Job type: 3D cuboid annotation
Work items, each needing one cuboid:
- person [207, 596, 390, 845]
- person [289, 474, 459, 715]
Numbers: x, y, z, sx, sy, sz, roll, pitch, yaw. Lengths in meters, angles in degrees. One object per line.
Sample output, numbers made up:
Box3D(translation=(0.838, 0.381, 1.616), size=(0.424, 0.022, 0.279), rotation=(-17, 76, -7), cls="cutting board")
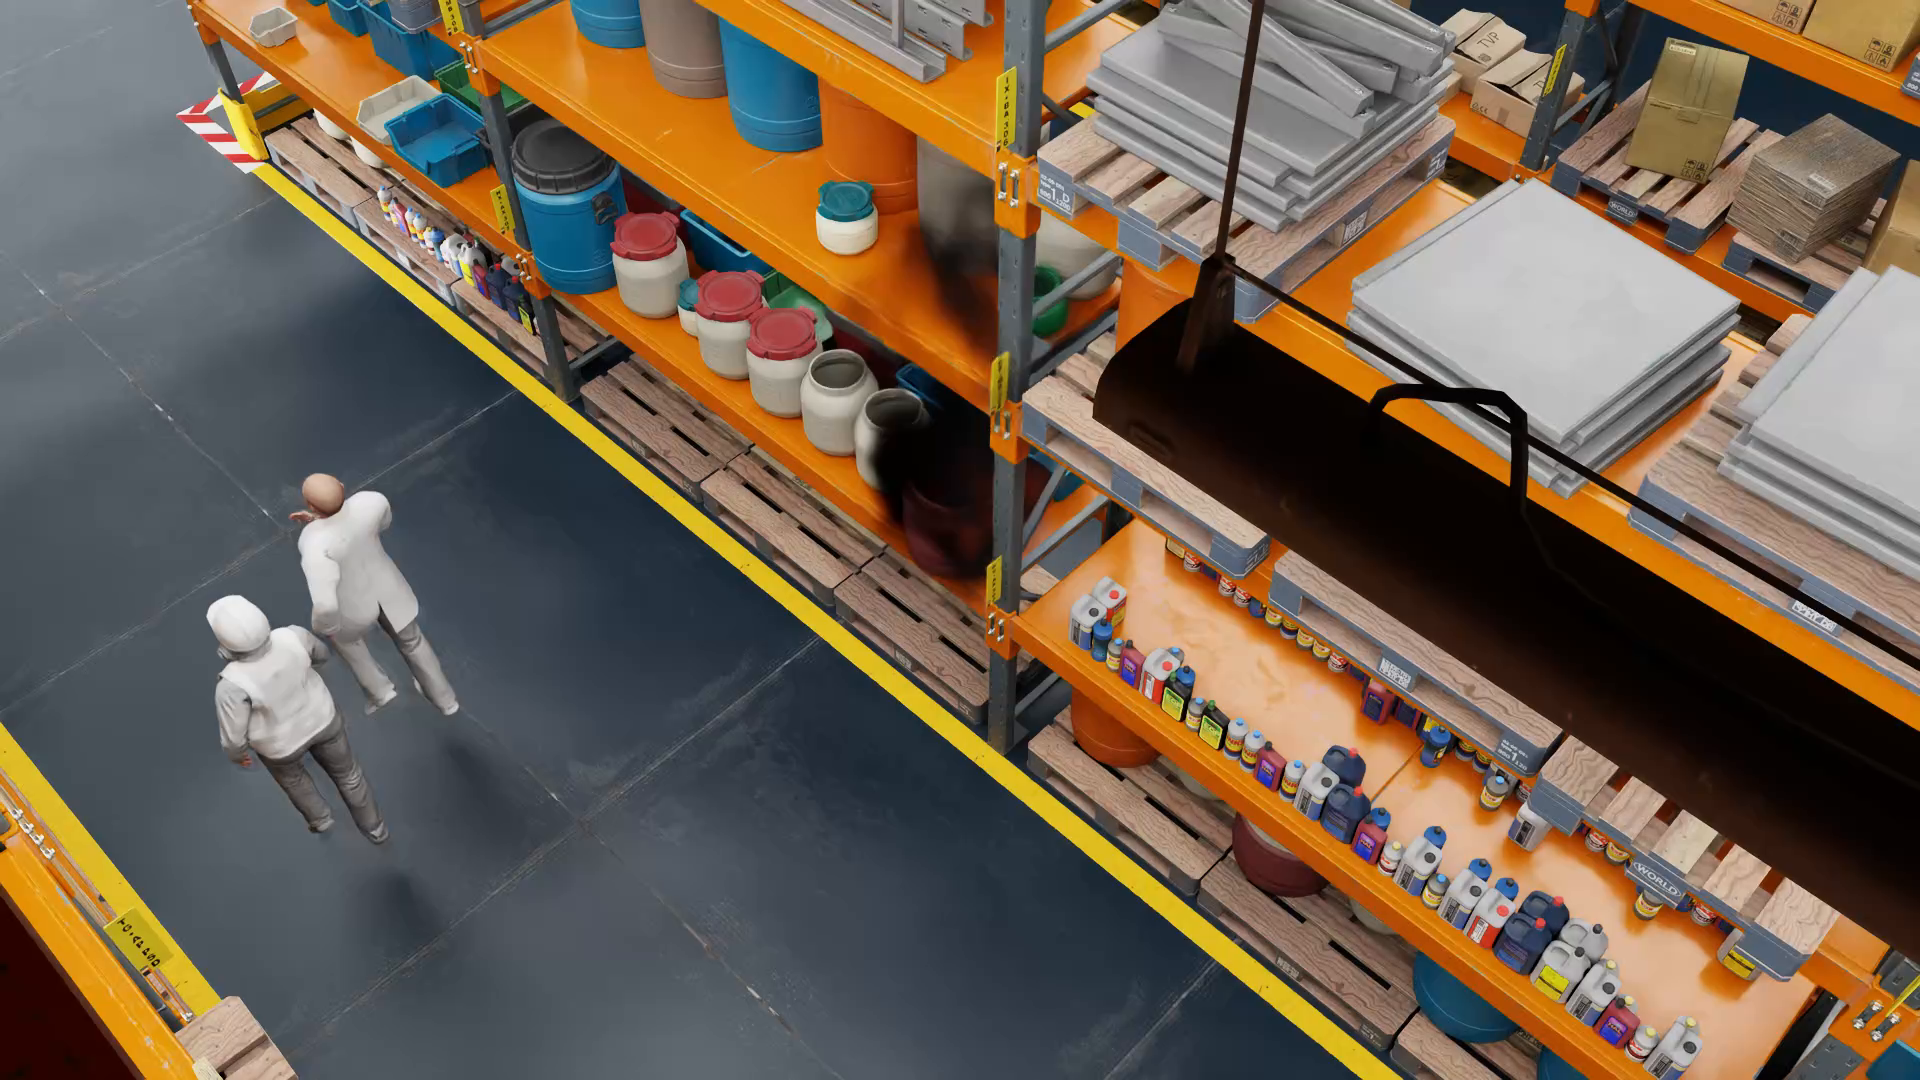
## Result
Box3D(translation=(-3.279, 0.924, 8.140), size=(0.725, 1.895, 0.671), rotation=(36, 59, 26), cls="person")
Box3D(translation=(-3.107, 0.309, 8.630), size=(0.780, 1.877, 0.689), rotation=(30, 56, 23), cls="person")
